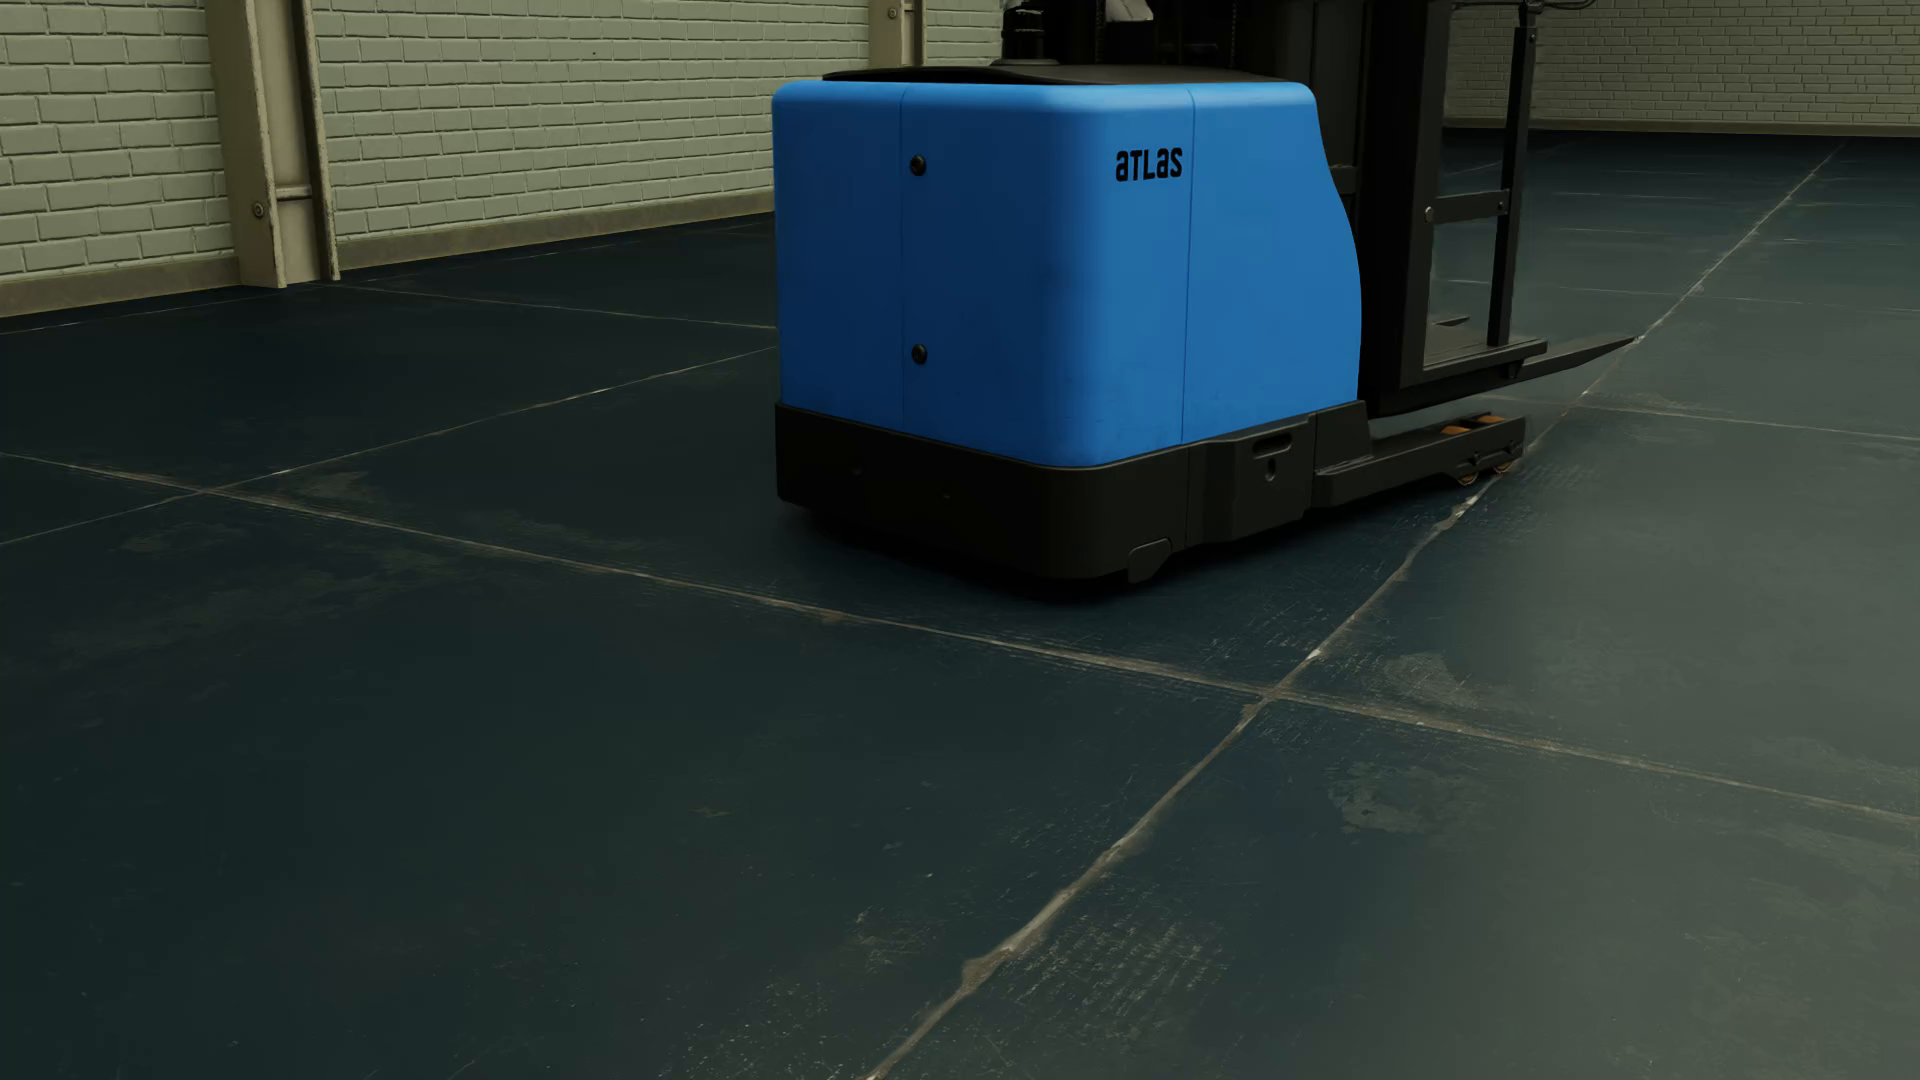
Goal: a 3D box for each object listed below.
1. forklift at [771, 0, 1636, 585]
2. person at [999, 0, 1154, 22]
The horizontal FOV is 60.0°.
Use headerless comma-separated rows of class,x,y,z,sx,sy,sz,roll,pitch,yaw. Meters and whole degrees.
forklift,0.948,-1.645,4.437,3.031,2.935,1.130,-15,22,-42
person,0.525,-1.122,4.725,0.744,1.672,0.798,-4,17,-14
